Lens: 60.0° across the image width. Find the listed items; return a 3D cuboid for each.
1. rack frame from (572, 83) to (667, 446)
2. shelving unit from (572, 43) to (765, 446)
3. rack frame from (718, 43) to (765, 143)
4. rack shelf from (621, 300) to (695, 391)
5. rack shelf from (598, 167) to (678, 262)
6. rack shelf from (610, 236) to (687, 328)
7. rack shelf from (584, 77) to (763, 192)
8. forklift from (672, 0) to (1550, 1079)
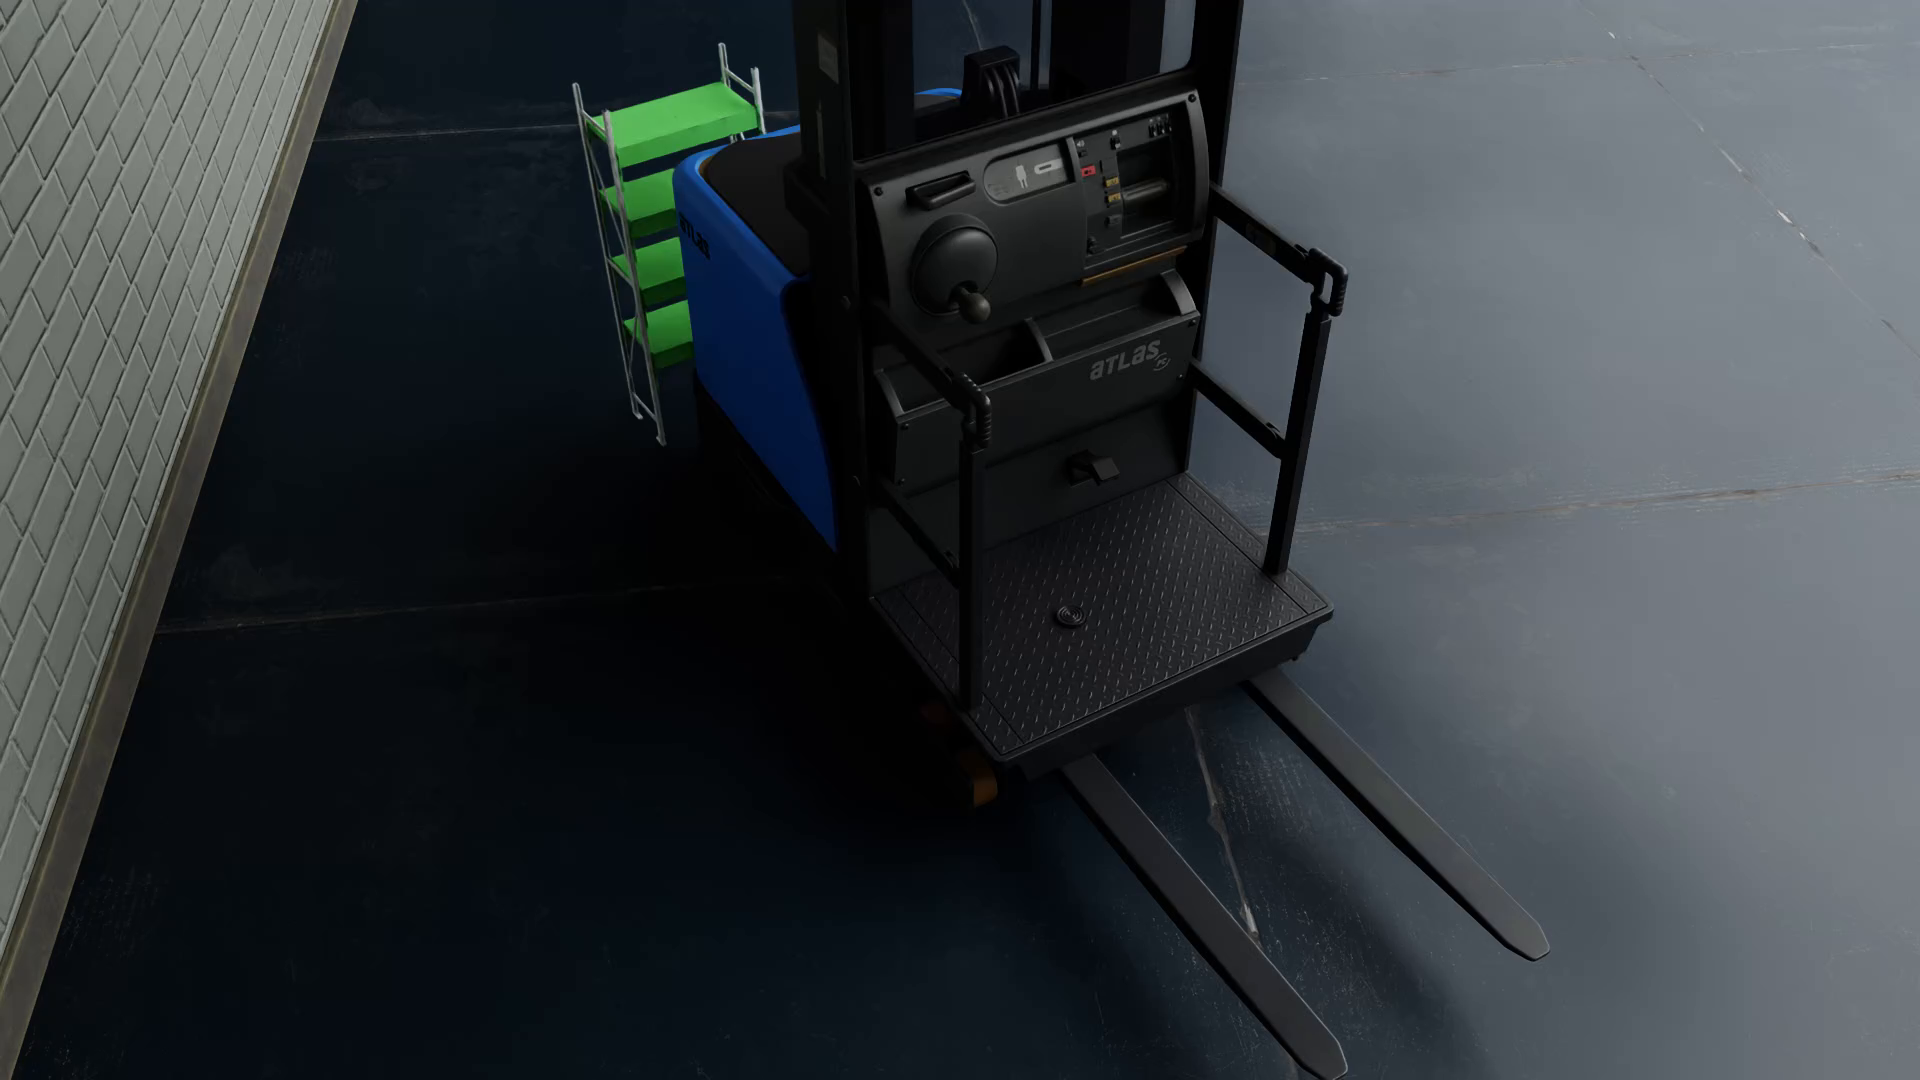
[{"bbox_3d":[-1.073,-0.841,5.277,0.015,1.200,0.240,-24,44,-24],"label":"rack frame"},{"bbox_3d":[-0.869,-0.931,5.377,0.503,1.200,0.258,-24,44,-24],"label":"shelving unit"},{"bbox_3d":[-0.665,-1.020,5.476,0.015,1.200,0.240,-24,44,-24],"label":"rack frame"},{"bbox_3d":[-0.861,-0.697,5.571,0.480,0.148,0.258,-24,44,-24],"label":"rack shelf"},{"bbox_3d":[-0.873,-1.066,5.264,0.480,0.148,0.258,-24,44,-24],"label":"rack shelf"},{"bbox_3d":[-0.867,-0.881,5.417,0.480,0.148,0.258,-24,44,-24],"label":"rack shelf"},{"bbox_3d":[-0.880,-1.251,5.111,0.480,0.148,0.258,-24,44,-24],"label":"rack shelf"},{"bbox_3d":[0.317,-0.729,3.870,1.130,2.935,3.031,-22,46,-22],"label":"forklift"}]
